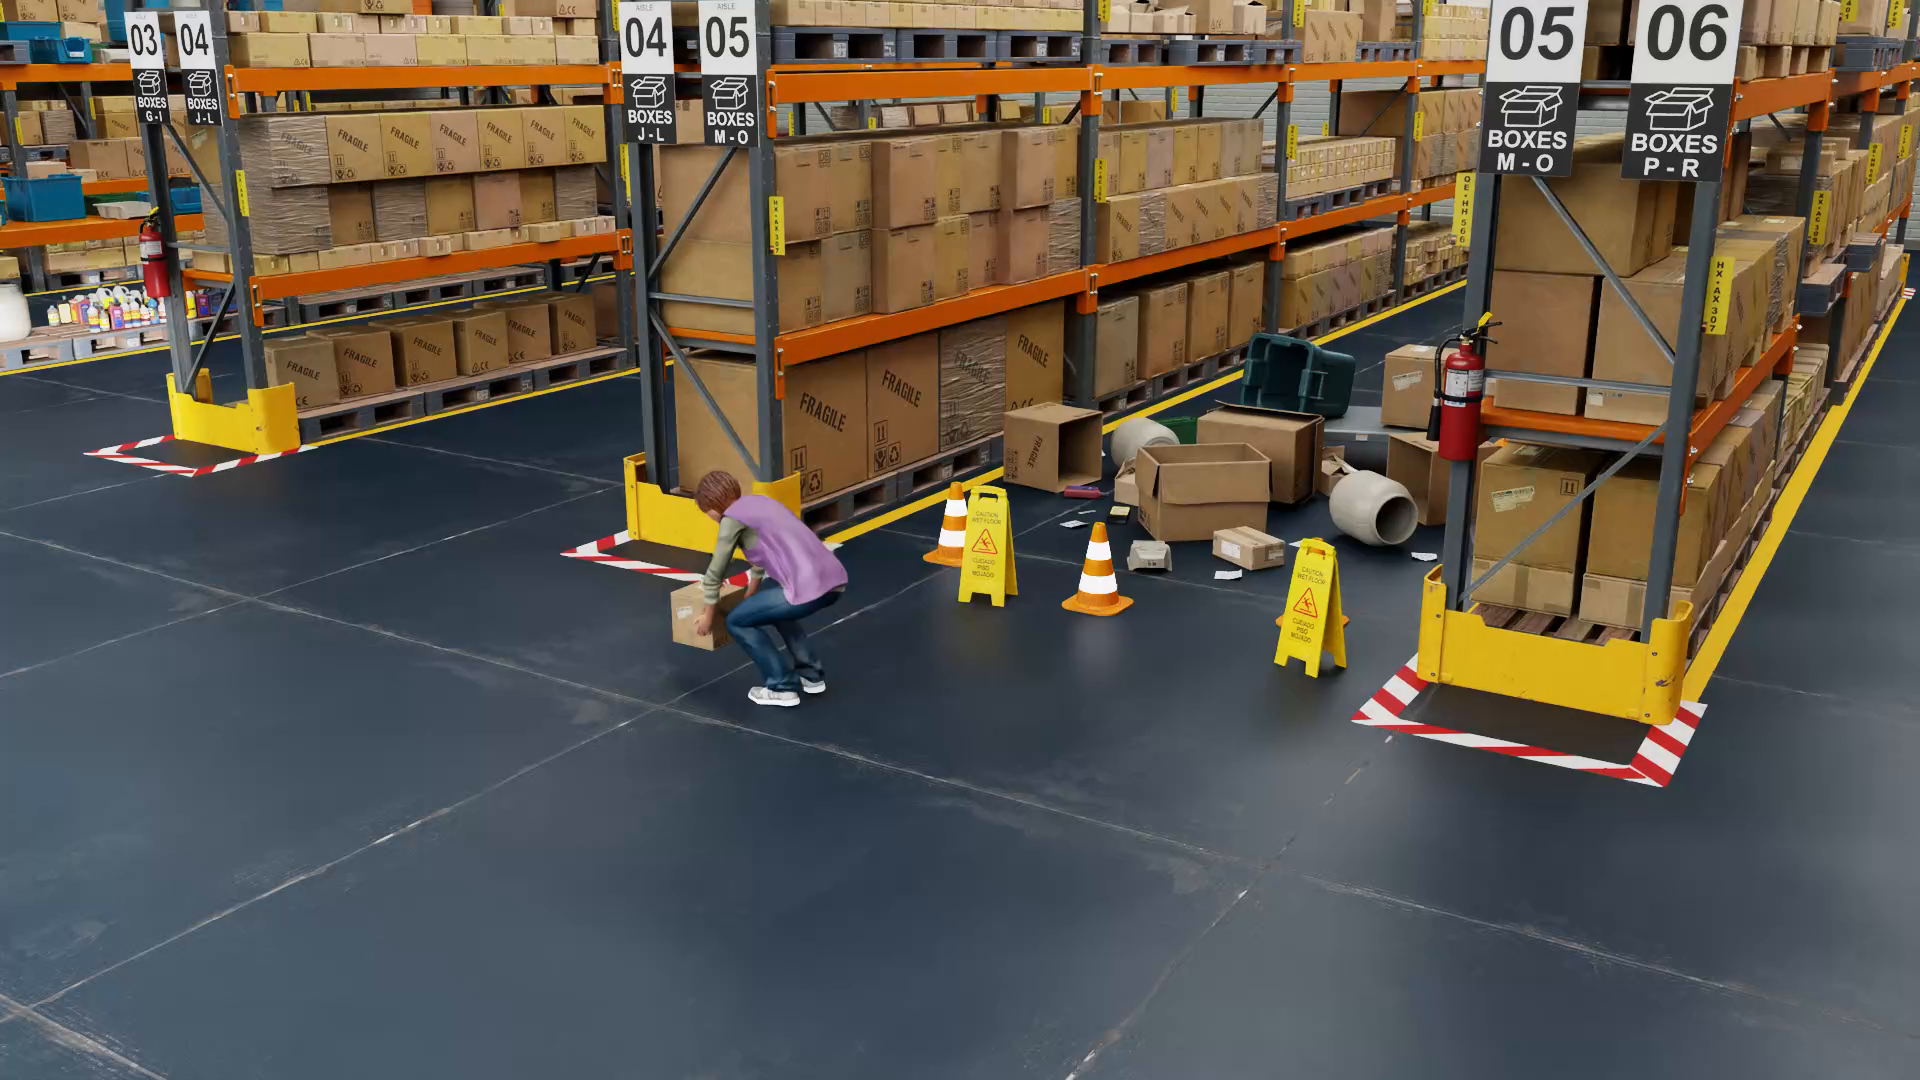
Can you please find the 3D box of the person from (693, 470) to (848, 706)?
[{"bbox_3d":[-0.889,0.236,7.731,0.752,1.048,0.460,10,19,30],"label":"person"}]
